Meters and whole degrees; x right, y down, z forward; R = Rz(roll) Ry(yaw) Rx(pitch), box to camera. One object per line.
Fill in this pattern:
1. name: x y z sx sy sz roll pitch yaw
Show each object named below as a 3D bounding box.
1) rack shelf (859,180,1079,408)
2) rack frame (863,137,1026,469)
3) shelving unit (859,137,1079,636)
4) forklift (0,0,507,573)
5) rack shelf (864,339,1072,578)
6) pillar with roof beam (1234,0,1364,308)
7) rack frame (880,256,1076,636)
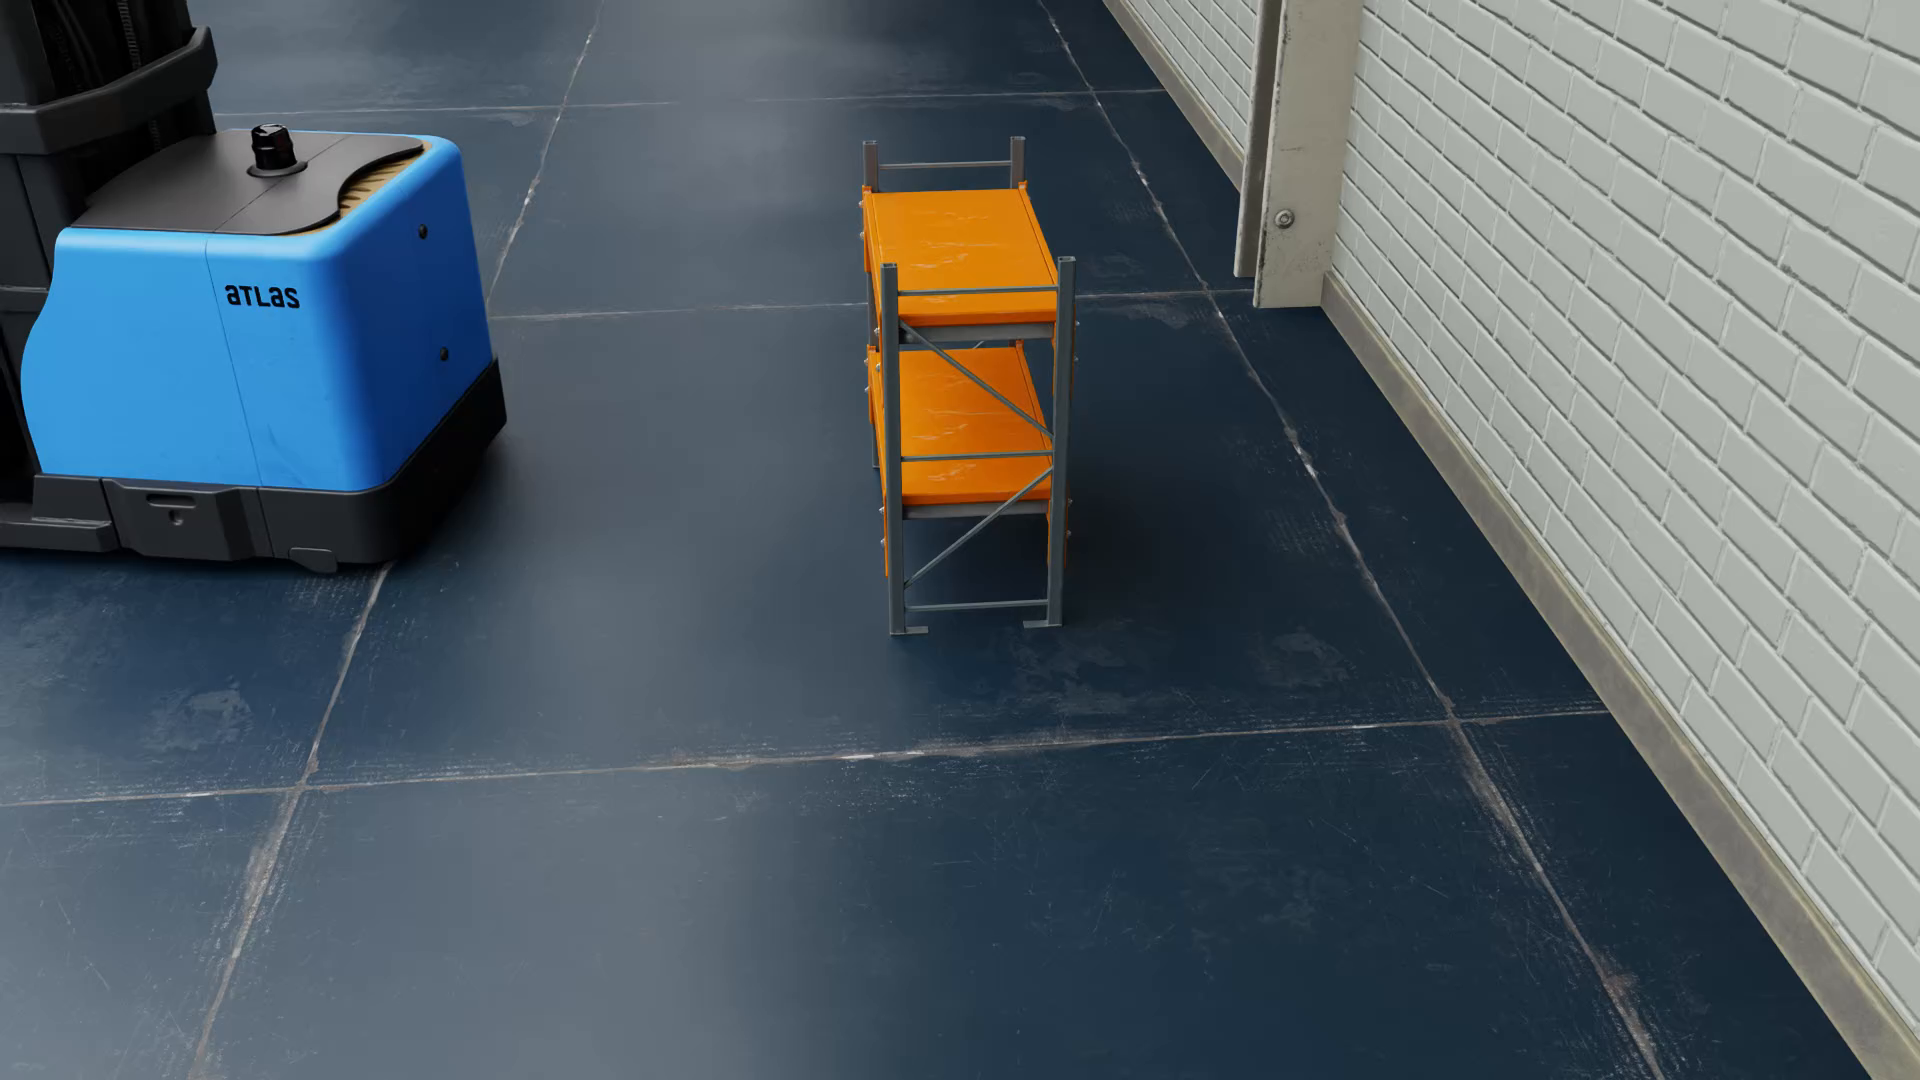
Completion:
1. rack shelf: -0.001 -0.738 4.817 0.538 0.278 1.000 -3 31 -5
2. rack frame: -0.048 -0.746 5.402 0.500 1.125 0.032 -3 31 -5
3. shelving unit: -0.001 -0.486 4.967 0.538 1.125 1.048 -3 31 -5
4. forklift: -3.135 -1.478 4.866 3.031 2.935 1.130 3 31 6
5. rack shelf: -0.001 -0.276 5.093 0.538 0.278 1.000 -3 31 -5
6. pillar with roof beam: -2.933 -4.720 4.377 9.100 9.000 0.400 -3 31 -5
7. rack frame: 0.047 -0.227 4.533 0.500 1.125 0.032 -3 31 -5
